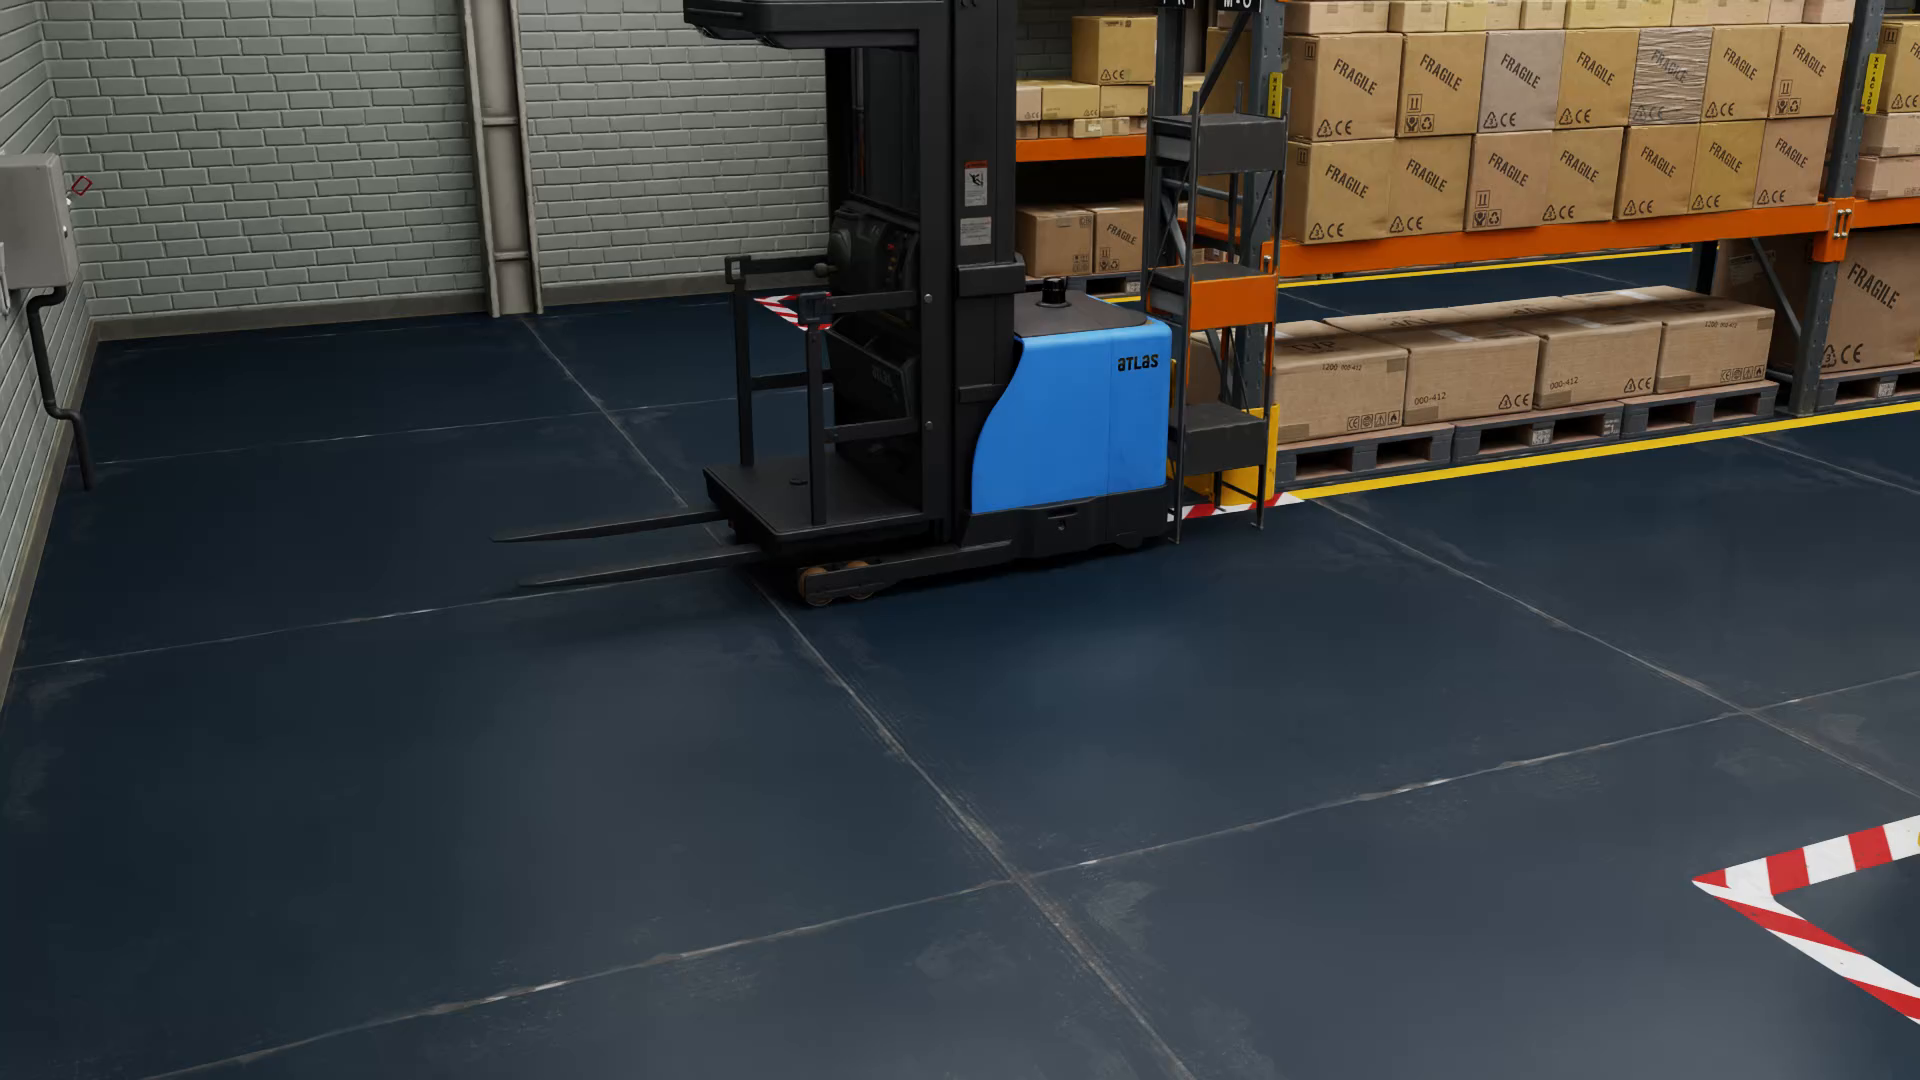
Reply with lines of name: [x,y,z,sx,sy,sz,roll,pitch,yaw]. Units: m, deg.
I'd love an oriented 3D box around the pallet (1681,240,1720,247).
pallet: [7.433,-3.133,16.601,1.213,0.211,1.003,-8,21,-22]

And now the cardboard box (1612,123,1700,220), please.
cardboard box: [3.707,-2.080,9.263,0.500,0.500,0.500,-8,21,-23]

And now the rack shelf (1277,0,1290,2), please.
rack shelf: [3.122,-3.125,8.946,4.000,0.370,1.077,-8,21,-22]

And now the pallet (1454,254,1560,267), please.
pallet: [4.842,-2.790,15.629,1.213,0.211,1.003,-8,21,-22]

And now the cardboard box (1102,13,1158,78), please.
cardboard box: [1.516,-4.134,13.895,0.500,0.500,0.500,-9,21,-23]

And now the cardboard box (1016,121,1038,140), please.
cardboard box: [0.425,-3.247,13.107,0.250,0.149,0.380,-7,21,-20]

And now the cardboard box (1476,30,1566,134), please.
cardboard box: [2.780,-2.421,8.726,0.500,0.500,0.500,-8,21,-22]

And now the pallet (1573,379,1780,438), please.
pallet: [4.229,-0.921,10.319,1.213,0.211,1.003,-8,21,-22]

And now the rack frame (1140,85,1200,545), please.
rack frame: [0.954,-1.027,7.777,0.015,2.100,0.400,-9,21,-25]

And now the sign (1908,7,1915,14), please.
sign: [10.113,-5.492,17.682,0.005,0.325,0.100,-8,21,-22]

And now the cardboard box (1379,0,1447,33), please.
cardboard box: [2.217,-2.628,8.337,0.250,0.149,0.380,-7,21,-20]

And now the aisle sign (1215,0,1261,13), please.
aisle sign: [1.334,-2.914,7.868,0.004,0.787,0.394,-8,21,-22]

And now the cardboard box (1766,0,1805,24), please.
cardboard box: [4.516,-2.998,9.387,0.250,0.149,0.380,-8,21,-21]

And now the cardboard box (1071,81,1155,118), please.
cardboard box: [1.227,-3.554,13.377,0.500,0.250,0.500,-9,21,-23]

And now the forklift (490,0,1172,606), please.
forklift: [-0.572,-1.295,7.286,3.031,2.935,1.130,-9,21,-23]

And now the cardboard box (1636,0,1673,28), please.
cardboard box: [3.602,-2.850,8.968,0.250,0.149,0.380,-9,21,-23]

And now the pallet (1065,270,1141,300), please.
pallet: [1.236,-2.258,14.118,1.213,0.211,1.003,-8,21,-22]

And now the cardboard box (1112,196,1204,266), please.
cardboard box: [1.668,-2.607,14.041,0.500,0.500,0.700,-9,21,-24]

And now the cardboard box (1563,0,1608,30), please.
cardboard box: [3.161,-2.764,8.723,0.250,0.149,0.380,-9,21,-23]

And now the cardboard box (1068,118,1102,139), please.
cardboard box: [0.929,-3.294,13.240,0.250,0.149,0.380,-9,21,-23]

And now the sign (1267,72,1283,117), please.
sign: [1.500,-2.062,7.938,0.005,0.325,0.100,-8,21,-22]

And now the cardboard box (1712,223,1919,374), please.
cardboard box: [5.496,-1.614,10.656,0.875,0.875,0.875,-7,21,-20]

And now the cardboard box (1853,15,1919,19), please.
cardboard box: [5.741,-3.037,10.474,0.500,0.500,0.500,-8,21,-21]

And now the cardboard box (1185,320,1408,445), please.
cardboard box: [1.852,-0.893,9.267,0.875,0.438,0.875,-9,21,-24]

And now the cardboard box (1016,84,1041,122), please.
cardboard box: [0.302,-3.413,12.975,0.500,0.250,0.500,-8,21,-21]

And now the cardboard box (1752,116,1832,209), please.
cardboard box: [4.633,-2.220,9.661,0.500,0.500,0.500,-8,21,-21]

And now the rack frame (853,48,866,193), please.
rack frame: [-0.684,-3.299,12.875,0.127,3.000,1.000,-8,21,-22]

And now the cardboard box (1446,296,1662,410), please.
cardboard box: [3.517,-1.134,9.951,0.875,0.438,0.875,-9,21,-24]

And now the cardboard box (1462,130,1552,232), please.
cardboard box: [2.767,-1.945,8.879,0.500,0.500,0.500,-8,21,-22]

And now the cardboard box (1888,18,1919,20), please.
cardboard box: [5.932,-2.876,10.019,0.500,0.500,0.500,-8,21,-22]

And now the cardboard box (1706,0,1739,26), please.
cardboard box: [4.058,-2.929,9.192,0.250,0.149,0.380,-8,21,-22]

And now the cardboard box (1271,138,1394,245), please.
cardboard box: [1.840,-1.809,8.492,0.500,0.500,0.500,-8,21,-22]

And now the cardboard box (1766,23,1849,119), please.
cardboard box: [4.634,-2.685,9.474,0.500,0.500,0.500,-8,21,-22]

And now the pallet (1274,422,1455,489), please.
pallet: [1.988,-0.600,9.407,1.213,0.211,1.003,-8,21,-22]

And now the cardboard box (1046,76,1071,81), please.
cardboard box: [1.044,-3.710,13.820,0.500,0.250,0.500,-8,21,-22]

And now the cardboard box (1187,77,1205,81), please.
cardboard box: [2.163,-3.683,13.744,0.500,0.250,0.500,-8,21,-22]

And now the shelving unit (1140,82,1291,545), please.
shelving unit: [1.173,-1.063,7.878,0.503,2.100,0.431,-9,21,-25]

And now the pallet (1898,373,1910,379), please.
pallet: [6.759,-1.283,11.348,1.213,0.211,1.003,-8,21,-22]

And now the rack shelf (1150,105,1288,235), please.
rack shelf: [1.173,-1.710,7.650,0.480,0.518,0.431,-9,21,-25]

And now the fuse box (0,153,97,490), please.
fuse box: [-4.581,-1.089,8.539,0.414,1.711,0.539,-8,21,-22]

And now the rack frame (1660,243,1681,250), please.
rack frame: [6.661,-4.351,15.864,0.127,3.000,1.000,-8,21,-22]

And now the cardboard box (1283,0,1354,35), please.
cardboard box: [1.721,-2.573,8.180,0.250,0.149,0.380,-8,21,-21]

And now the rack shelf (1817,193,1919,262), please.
rack shelf: [6.794,-2.236,10.939,4.000,0.370,1.077,-8,21,-22]

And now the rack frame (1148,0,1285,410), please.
rack frame: [1.285,-1.786,8.578,0.127,3.000,1.000,-8,21,-22]

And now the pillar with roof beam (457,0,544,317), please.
pillar with roof beam: [-1.812,-4.736,7.924,0.400,9.000,9.100,-8,21,-22]

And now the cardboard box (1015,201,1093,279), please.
cardboard box: [0.715,-2.470,13.653,0.500,0.500,0.700,-7,21,-20]

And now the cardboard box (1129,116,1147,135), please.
cardboard box: [1.372,-3.390,13.512,0.250,0.149,0.380,-8,21,-22]

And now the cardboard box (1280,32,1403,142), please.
cardboard box: [1.839,-2.281,8.328,0.500,0.500,0.500,-9,21,-23]

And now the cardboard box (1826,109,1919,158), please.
cardboard box: [5.474,-2.449,9.934,0.500,0.250,0.500,-9,21,-23]

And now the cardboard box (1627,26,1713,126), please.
cardboard box: [3.701,-2.551,9.093,0.500,0.500,0.500,-8,21,-21]

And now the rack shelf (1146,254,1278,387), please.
rack shelf: [1.173,-1.050,7.883,0.480,0.518,0.431,-9,21,-25]

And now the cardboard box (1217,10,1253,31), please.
cardboard box: [1.535,-2.719,8.595,0.250,0.149,0.380,-8,21,-21]

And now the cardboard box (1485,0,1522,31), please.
cardboard box: [2.672,-2.719,8.595,0.250,0.149,0.380,-8,21,-21]

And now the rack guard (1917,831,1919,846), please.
rack guard: [3.408,0.879,4.772,0.348,0.500,1.175,-8,21,-22]
